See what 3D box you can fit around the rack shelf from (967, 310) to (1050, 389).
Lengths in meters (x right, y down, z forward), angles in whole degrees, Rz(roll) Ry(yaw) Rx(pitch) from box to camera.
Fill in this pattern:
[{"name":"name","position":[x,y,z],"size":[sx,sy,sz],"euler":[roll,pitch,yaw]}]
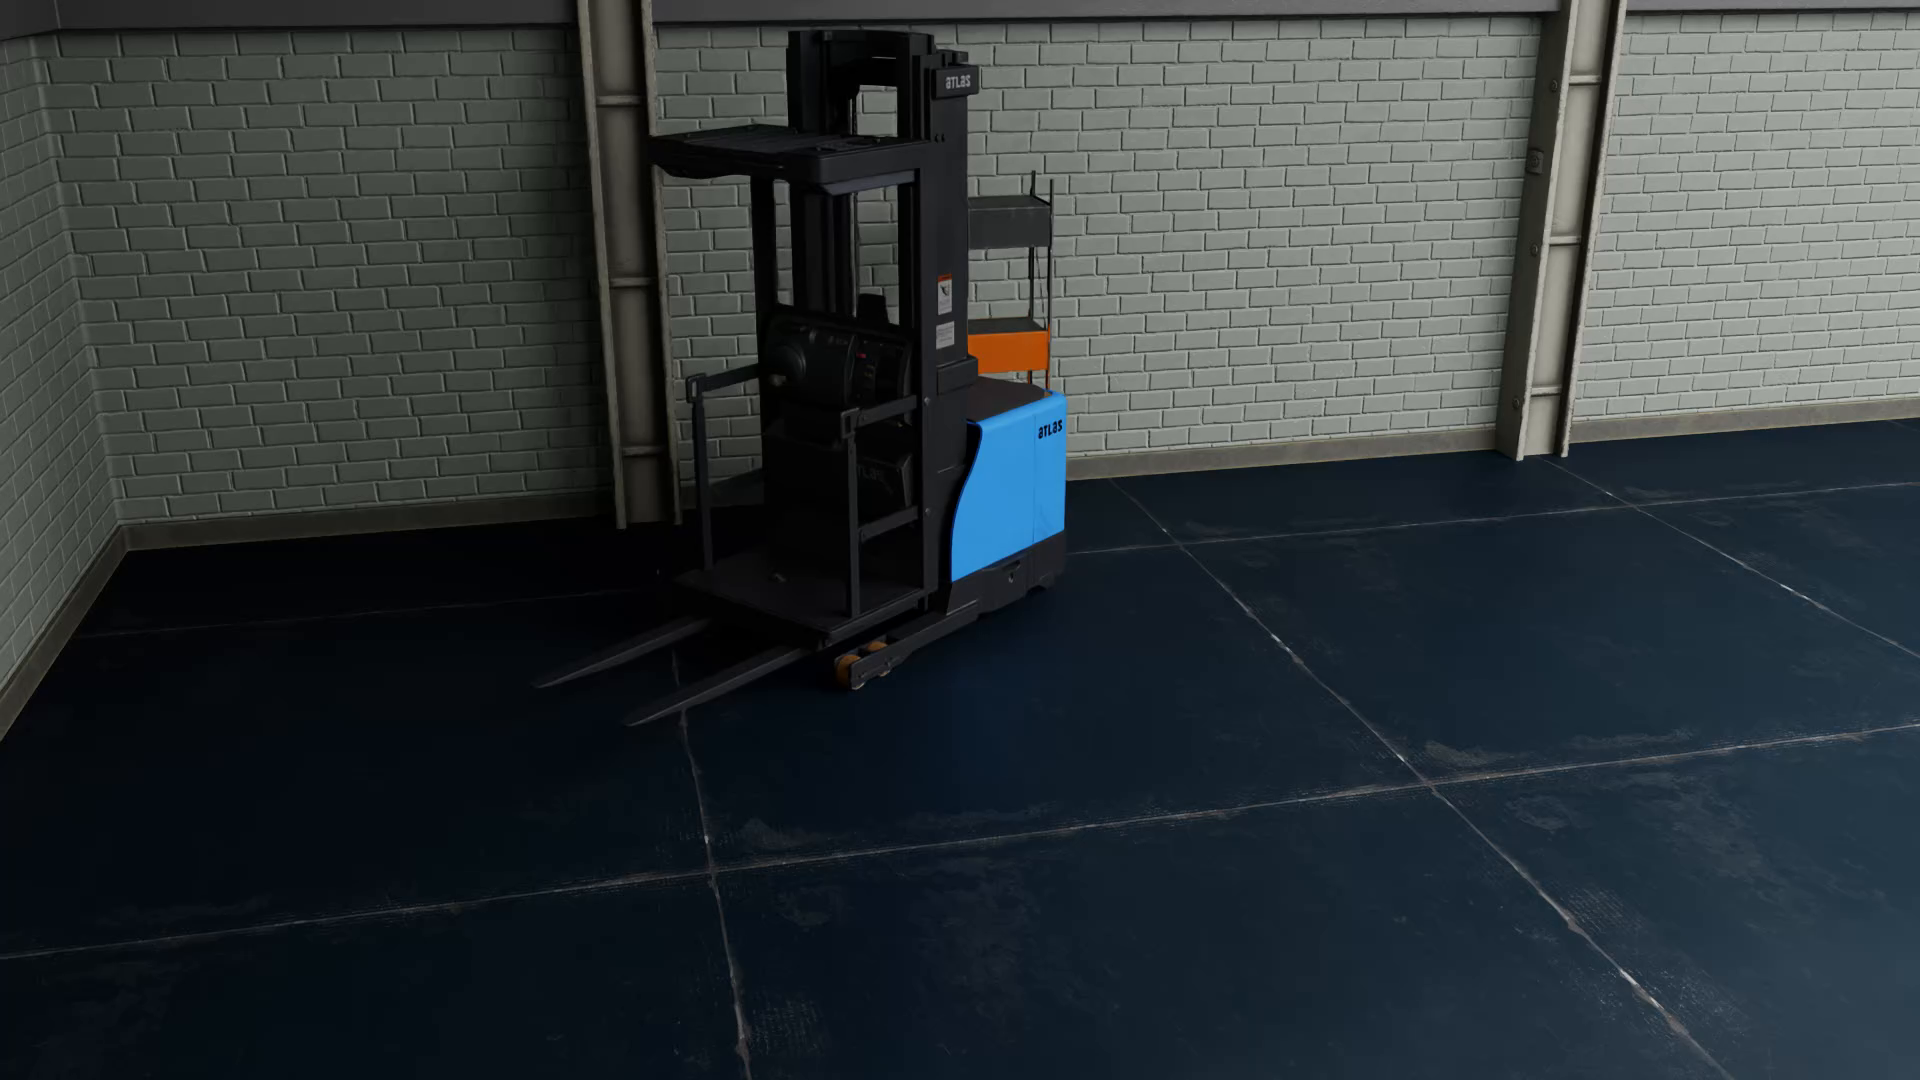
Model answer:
[{"name":"rack shelf","position":[0.223,-1.015,9.572],"size":[0.480,0.518,0.431],"euler":[-5,21,-13]}]

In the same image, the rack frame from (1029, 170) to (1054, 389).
[{"name":"rack frame","position":[0.460,-1.048,9.623],"size":[0.015,2.100,0.400],"euler":[-5,21,-13]}]

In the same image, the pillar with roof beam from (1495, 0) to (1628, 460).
[{"name":"pillar with roof beam","position":[4.923,-3.392,5.991],"size":[0.400,9.000,9.100],"euler":[-5,21,-12]}]

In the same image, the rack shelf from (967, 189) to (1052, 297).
[{"name":"rack shelf","position":[0.223,-1.672,9.331],"size":[0.480,0.518,0.431],"euler":[-5,21,-13]}]

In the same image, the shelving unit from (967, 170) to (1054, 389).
[{"name":"shelving unit","position":[0.223,-1.028,9.568],"size":[0.503,2.100,0.431],"euler":[-5,21,-13]}]

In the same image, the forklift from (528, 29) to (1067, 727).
[{"name":"forklift","position":[-0.724,-0.859,7.899],"size":[1.130,2.935,3.031],"euler":[15,25,36]}]

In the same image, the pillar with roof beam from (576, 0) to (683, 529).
[{"name":"pillar with roof beam","position":[-0.916,-2.917,4.695],"size":[0.400,9.000,9.100],"euler":[-5,21,-12]}]
